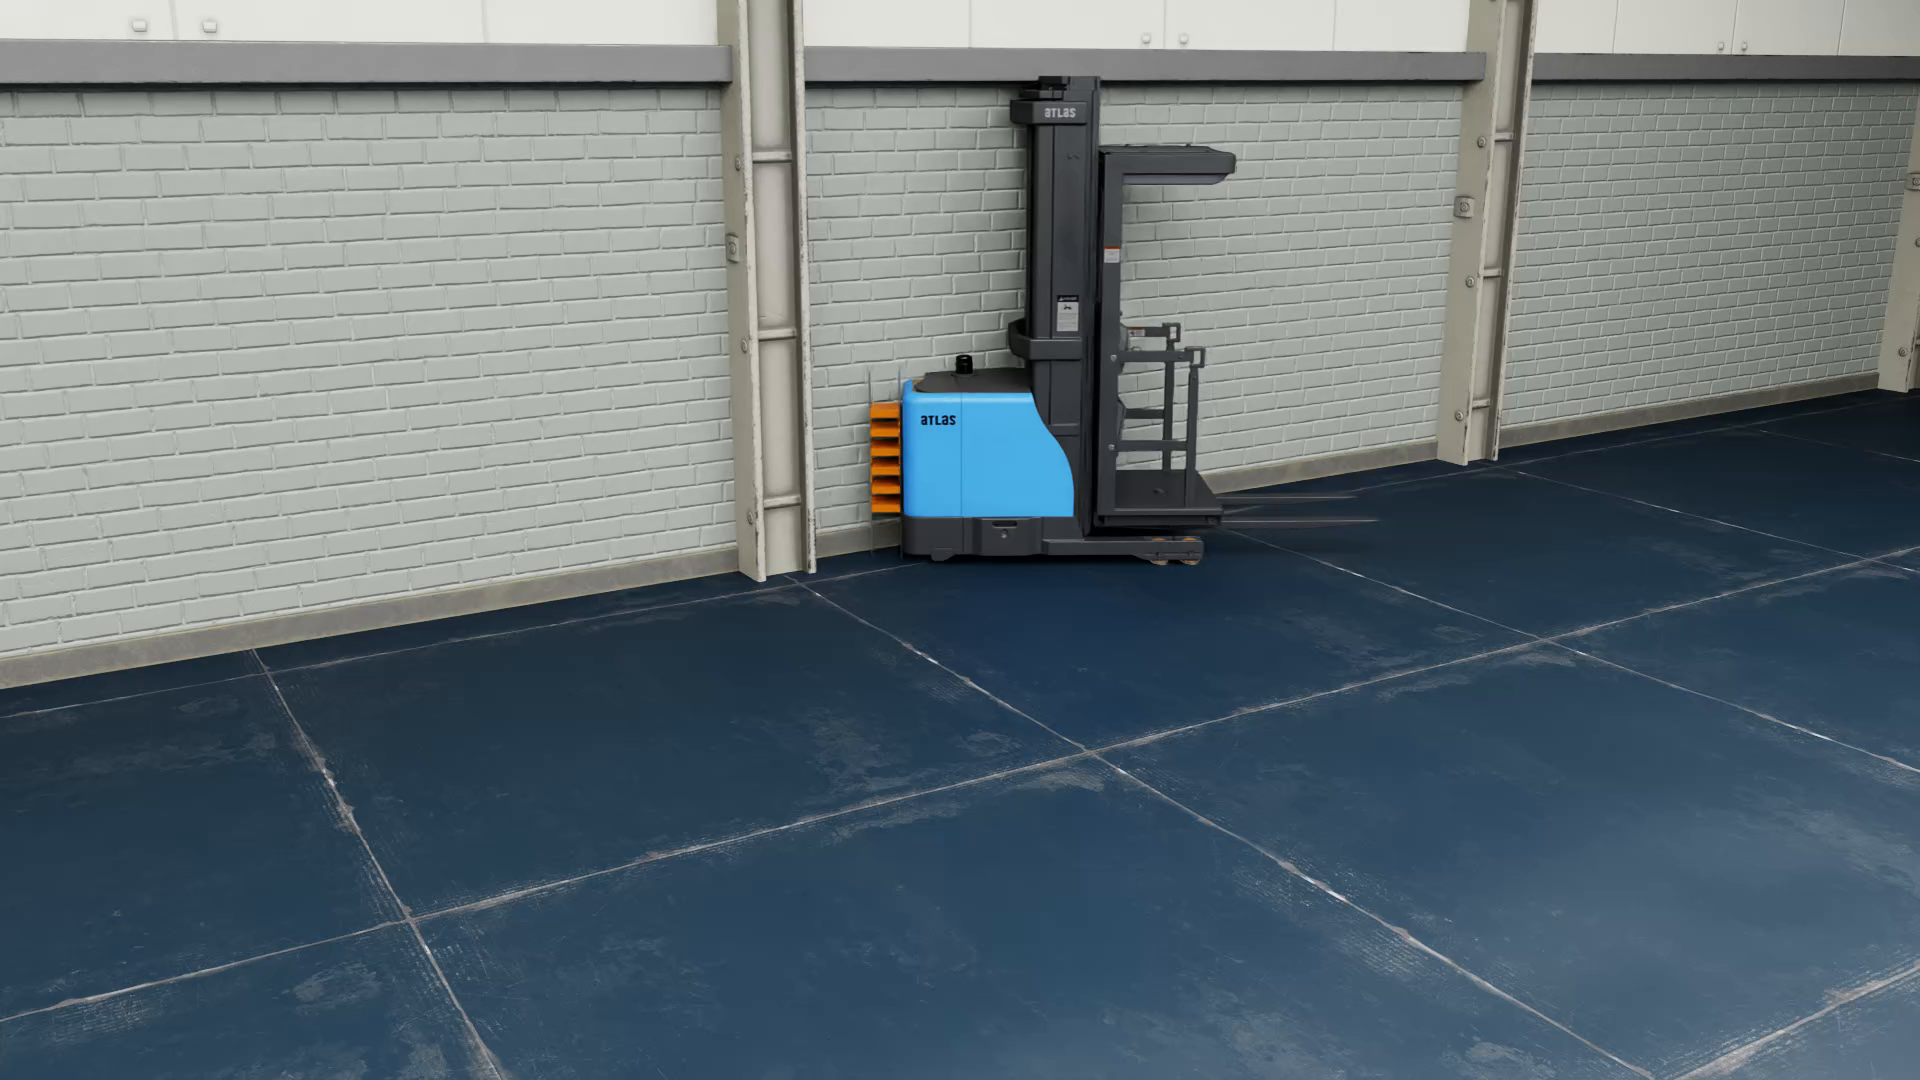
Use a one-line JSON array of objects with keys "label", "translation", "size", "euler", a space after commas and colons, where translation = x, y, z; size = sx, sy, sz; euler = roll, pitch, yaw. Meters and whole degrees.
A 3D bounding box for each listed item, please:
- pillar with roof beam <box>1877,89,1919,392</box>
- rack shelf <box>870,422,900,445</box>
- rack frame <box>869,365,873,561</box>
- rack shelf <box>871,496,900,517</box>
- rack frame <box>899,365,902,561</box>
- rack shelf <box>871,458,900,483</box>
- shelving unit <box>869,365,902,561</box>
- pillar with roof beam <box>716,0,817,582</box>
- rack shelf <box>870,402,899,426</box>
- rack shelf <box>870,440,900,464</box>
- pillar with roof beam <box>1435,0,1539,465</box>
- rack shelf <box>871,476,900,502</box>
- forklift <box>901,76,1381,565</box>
[{"label": "pillar with roof beam", "translation": [11.377, -4.816, 11.418], "size": [0.400, 9.000, 9.100], "euler": [-9, 18, -30]}, {"label": "rack shelf", "translation": [-0.464, -0.668, 10.344], "size": [0.180, 0.103, 0.258], "euler": [0, 16, -1]}, {"label": "rack frame", "translation": [-0.556, -0.479, 10.394], "size": [0.006, 1.200, 0.240], "euler": [0, 16, -1]}, {"label": "rack shelf", "translation": [-0.464, -0.205, 10.472], "size": [0.180, 0.103, 0.258], "euler": [0, 16, -1]}, {"label": "rack frame", "translation": [-0.373, -0.480, 10.398], "size": [0.006, 1.200, 0.240], "euler": [0, 16, -1]}, {"label": "rack shelf", "translation": [-0.464, -0.437, 10.408], "size": [0.180, 0.103, 0.258], "euler": [0, 16, -1]}, {"label": "shelving unit", "translation": [-0.464, -0.479, 10.396], "size": [0.189, 1.200, 0.258], "euler": [0, 16, -1]}, {"label": "pillar with roof beam", "translation": [1.091, -3.148, 5.467], "size": [0.400, 9.000, 9.100], "euler": [-9, 18, -30]}, {"label": "rack shelf", "translation": [-0.464, -0.784, 10.311], "size": [0.180, 0.103, 0.258], "euler": [0, 16, -1]}, {"label": "rack shelf", "translation": [-0.464, -0.552, 10.376], "size": [0.180, 0.103, 0.258], "euler": [0, 16, -1]}, {"label": "pillar with roof beam", "translation": [6.234, -3.982, 8.442], "size": [0.400, 9.000, 9.100], "euler": [-9, 18, -30]}, {"label": "rack shelf", "translation": [-0.464, -0.321, 10.440], "size": [0.180, 0.103, 0.258], "euler": [0, 16, -1]}, {"label": "forklift", "translation": [1.142, -1.399, 10.471], "size": [3.031, 2.935, 1.130], "euler": [0, 16, -1]}]
